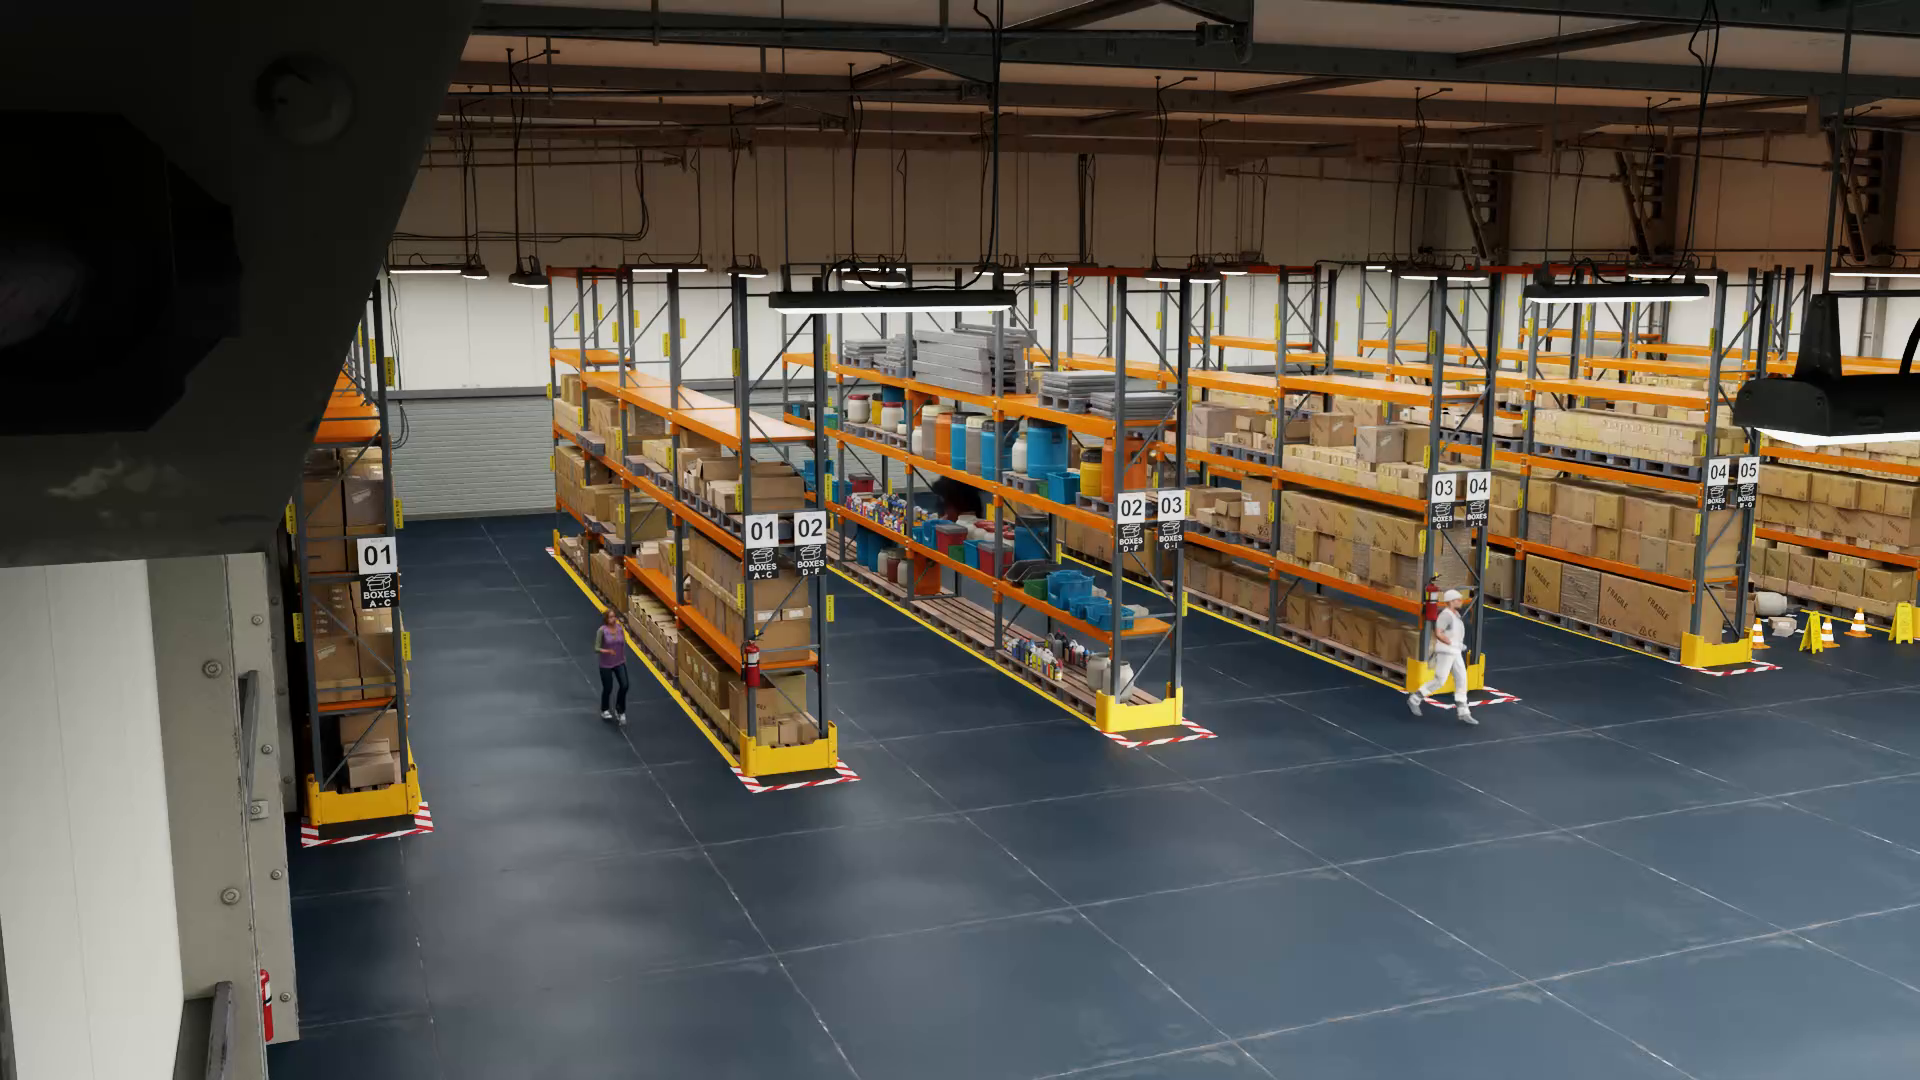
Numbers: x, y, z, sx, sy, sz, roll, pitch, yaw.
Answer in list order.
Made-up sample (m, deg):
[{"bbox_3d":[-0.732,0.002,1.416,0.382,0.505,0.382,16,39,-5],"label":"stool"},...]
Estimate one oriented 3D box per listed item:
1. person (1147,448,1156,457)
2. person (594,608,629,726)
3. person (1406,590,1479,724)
[{"bbox_3d":[4.521,-1.552,40.688,0.531,1.694,0.756,-10,14,-44],"label":"person"},{"bbox_3d":[-4.664,1.713,22.327,0.490,1.610,0.711,-6,11,-30],"label":"person"},{"bbox_3d":[6.660,1.555,22.562,0.982,1.755,0.720,8,13,38],"label":"person"}]
